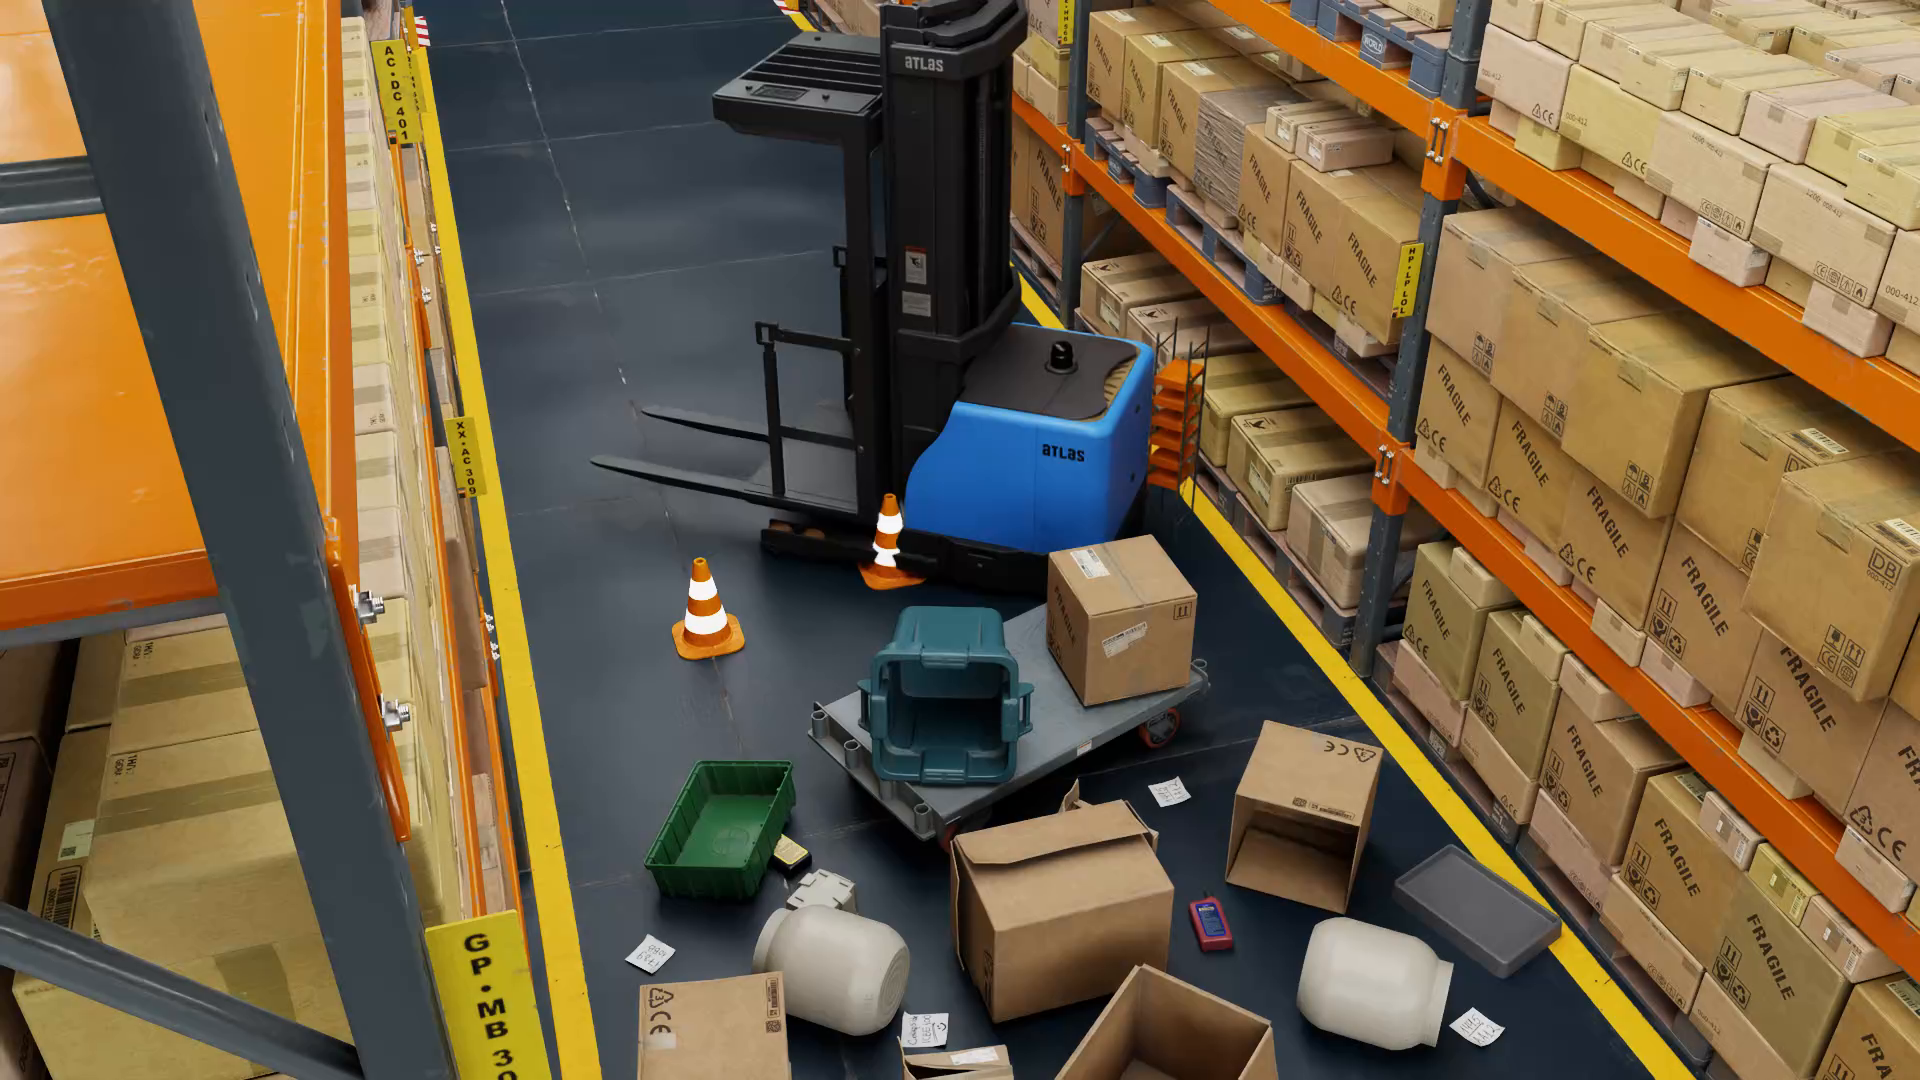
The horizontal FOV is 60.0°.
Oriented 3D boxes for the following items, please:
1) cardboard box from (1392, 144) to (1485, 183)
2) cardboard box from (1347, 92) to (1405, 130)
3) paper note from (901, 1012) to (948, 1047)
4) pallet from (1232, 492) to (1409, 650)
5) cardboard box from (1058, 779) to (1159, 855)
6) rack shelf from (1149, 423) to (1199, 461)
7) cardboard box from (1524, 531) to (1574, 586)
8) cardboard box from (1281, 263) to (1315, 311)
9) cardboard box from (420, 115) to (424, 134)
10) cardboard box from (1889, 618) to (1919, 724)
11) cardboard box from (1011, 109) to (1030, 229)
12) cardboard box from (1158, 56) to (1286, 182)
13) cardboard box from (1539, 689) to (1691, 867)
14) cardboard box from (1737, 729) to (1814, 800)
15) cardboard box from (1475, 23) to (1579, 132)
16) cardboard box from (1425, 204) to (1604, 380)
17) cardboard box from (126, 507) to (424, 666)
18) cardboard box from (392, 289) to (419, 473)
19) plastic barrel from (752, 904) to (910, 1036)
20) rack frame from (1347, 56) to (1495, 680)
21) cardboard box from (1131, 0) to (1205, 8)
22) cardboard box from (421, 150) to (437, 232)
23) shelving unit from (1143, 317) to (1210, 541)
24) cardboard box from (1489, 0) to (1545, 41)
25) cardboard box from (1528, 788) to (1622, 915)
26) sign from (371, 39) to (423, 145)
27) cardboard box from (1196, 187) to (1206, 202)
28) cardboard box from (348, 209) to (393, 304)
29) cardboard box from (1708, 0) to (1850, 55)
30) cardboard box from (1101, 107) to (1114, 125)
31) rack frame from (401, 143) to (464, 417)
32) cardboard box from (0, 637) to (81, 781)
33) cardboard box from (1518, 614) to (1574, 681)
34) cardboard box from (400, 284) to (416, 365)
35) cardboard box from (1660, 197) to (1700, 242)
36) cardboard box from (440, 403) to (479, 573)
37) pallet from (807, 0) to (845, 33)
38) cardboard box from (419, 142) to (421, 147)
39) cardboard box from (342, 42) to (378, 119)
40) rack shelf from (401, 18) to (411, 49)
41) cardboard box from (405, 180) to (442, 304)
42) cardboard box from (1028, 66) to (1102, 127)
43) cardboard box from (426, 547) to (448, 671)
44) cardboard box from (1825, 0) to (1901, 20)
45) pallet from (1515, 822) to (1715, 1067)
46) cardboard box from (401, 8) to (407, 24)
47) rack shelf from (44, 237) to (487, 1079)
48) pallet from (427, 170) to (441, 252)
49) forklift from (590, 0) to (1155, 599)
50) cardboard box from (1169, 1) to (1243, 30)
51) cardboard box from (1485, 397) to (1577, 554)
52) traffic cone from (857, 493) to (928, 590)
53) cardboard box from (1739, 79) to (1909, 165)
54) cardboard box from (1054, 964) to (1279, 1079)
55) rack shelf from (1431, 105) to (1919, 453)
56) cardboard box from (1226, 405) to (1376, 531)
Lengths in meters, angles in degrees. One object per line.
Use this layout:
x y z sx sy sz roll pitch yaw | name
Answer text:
2.370 -1.590 8.013 0.500 0.500 0.500 -10 35 -15 | cardboard box
2.157 -2.162 8.291 0.380 0.149 0.250 -8 34 -12 | cardboard box
-0.133 1.841 6.262 0.172 0.023 0.155 1 33 2 | paper note
2.154 0.064 8.782 1.003 0.211 1.213 -10 35 -15 | pallet
0.597 1.238 6.955 0.396 0.266 0.258 19 38 26 | cardboard box
1.148 -0.543 8.883 0.180 0.103 0.258 18 38 26 | rack shelf
2.462 0.027 6.536 0.380 0.149 0.250 -9 35 -13 | cardboard box
1.797 -1.256 8.097 0.380 0.149 0.250 -11 35 -16 | cardboard box
-4.617 -3.377 13.664 0.380 0.149 0.250 -9 35 -13 | cardboard box
3.102 0.327 4.586 0.700 0.500 0.500 -10 35 -14 | cardboard box
0.773 -2.926 12.323 0.875 0.875 0.875 -10 35 -14 | cardboard box
1.424 -2.307 9.099 0.500 0.500 0.500 -9 35 -14 | cardboard box
2.647 0.875 6.458 0.500 0.500 0.500 -8 34 -12 | cardboard box
2.838 0.694 5.527 0.380 0.149 0.250 -10 35 -15 | cardboard box
2.266 -1.727 6.108 0.500 0.250 0.500 -11 35 -16 | cardboard box
2.321 -1.007 6.605 0.700 0.500 0.500 -10 35 -15 | cardboard box
-1.023 0.103 2.504 0.380 0.149 0.250 -10 35 -15 | cardboard box
-1.436 -0.327 3.517 0.500 0.250 0.500 -10 35 -15 | cardboard box
-0.483 1.607 6.254 0.512 0.421 0.421 13 36 18 | plastic barrel
2.393 -0.691 7.395 1.000 3.000 0.127 -10 35 -15 | rack frame
1.255 -3.550 10.724 0.500 0.500 0.500 -11 35 -16 | cardboard box
-4.109 -2.523 12.053 0.500 0.500 0.500 -11 35 -16 | cardboard box
1.148 -0.580 8.858 0.189 1.200 0.258 18 38 26 | shelving unit
2.178 -1.950 6.084 0.380 0.149 0.250 -11 35 -16 | cardboard box
2.654 1.192 6.657 0.500 0.250 0.500 -10 35 -15 | cardboard box
-1.762 -1.400 5.206 0.100 0.325 0.005 -10 35 -15 | sign
1.524 -1.951 9.149 0.380 0.149 0.250 -9 34 -13 | cardboard box
-1.412 -0.566 3.518 0.380 0.149 0.250 -10 35 -14 | cardboard box
2.844 -1.766 5.804 0.380 0.149 0.250 -9 35 -14 | cardboard box
1.095 -2.660 10.221 0.380 0.149 0.250 -12 35 -17 | cardboard box
-3.510 -1.906 9.233 1.000 3.000 0.127 -10 35 -15 | rack frame
-1.637 0.292 2.581 0.500 0.250 0.500 -10 35 -15 | cardboard box
2.455 0.398 6.591 0.380 0.149 0.250 -9 34 -13 | cardboard box
-1.565 -0.499 4.139 0.380 0.149 0.250 -9 35 -14 | cardboard box
2.571 -1.094 5.512 0.380 0.149 0.250 -11 35 -16 | cardboard box
-2.194 -0.169 6.513 0.500 0.500 0.500 -10 35 -14 | cardboard box
-0.949 -5.421 17.083 1.003 0.211 1.213 -10 35 -15 | pallet
-4.119 -2.831 11.838 0.500 0.250 0.500 -8 34 -12 | cardboard box
-1.798 -1.231 4.523 0.380 0.149 0.250 -10 35 -15 | cardboard box
-5.341 -4.756 14.198 1.077 0.370 4.000 -10 35 -15 | rack shelf
-2.967 -1.494 8.519 0.500 0.500 0.500 -10 35 -15 | cardboard box
0.771 -2.951 10.950 0.500 0.250 0.500 -11 35 -16 | cardboard box
-1.178 0.167 3.132 0.380 0.149 0.250 -10 35 -15 | cardboard box
5.901 -3.453 10.895 0.380 0.149 0.250 -9 35 -13 | cardboard box
3.007 1.460 6.668 1.003 0.211 1.213 -10 35 -15 | pallet
-5.326 -4.849 15.352 0.380 0.149 0.250 -11 35 -16 | cardboard box
-1.680 0.293 3.837 1.077 0.370 4.000 -10 35 -15 | rack shelf
-4.492 -2.434 12.562 1.003 0.211 1.213 -10 35 -15 | pallet
-0.542 -1.377 8.494 3.031 2.935 1.130 11 35 16 | forklift
1.576 -2.940 10.057 0.500 0.500 0.500 -11 35 -16 | cardboard box
2.437 -0.320 6.472 0.500 0.500 0.500 -10 35 -15 | cardboard box
-0.359 -0.033 8.699 0.336 0.463 0.334 -10 35 -15 | traffic cone
2.628 -1.276 5.063 0.380 0.149 0.250 -11 35 -15 | cardboard box
0.666 1.954 5.656 0.637 0.503 0.797 19 38 26 | cardboard box
3.003 -0.593 5.177 1.077 0.370 4.000 -10 35 -15 | rack shelf
2.008 -0.422 8.990 0.950 0.372 0.625 -8 34 -12 | cardboard box
